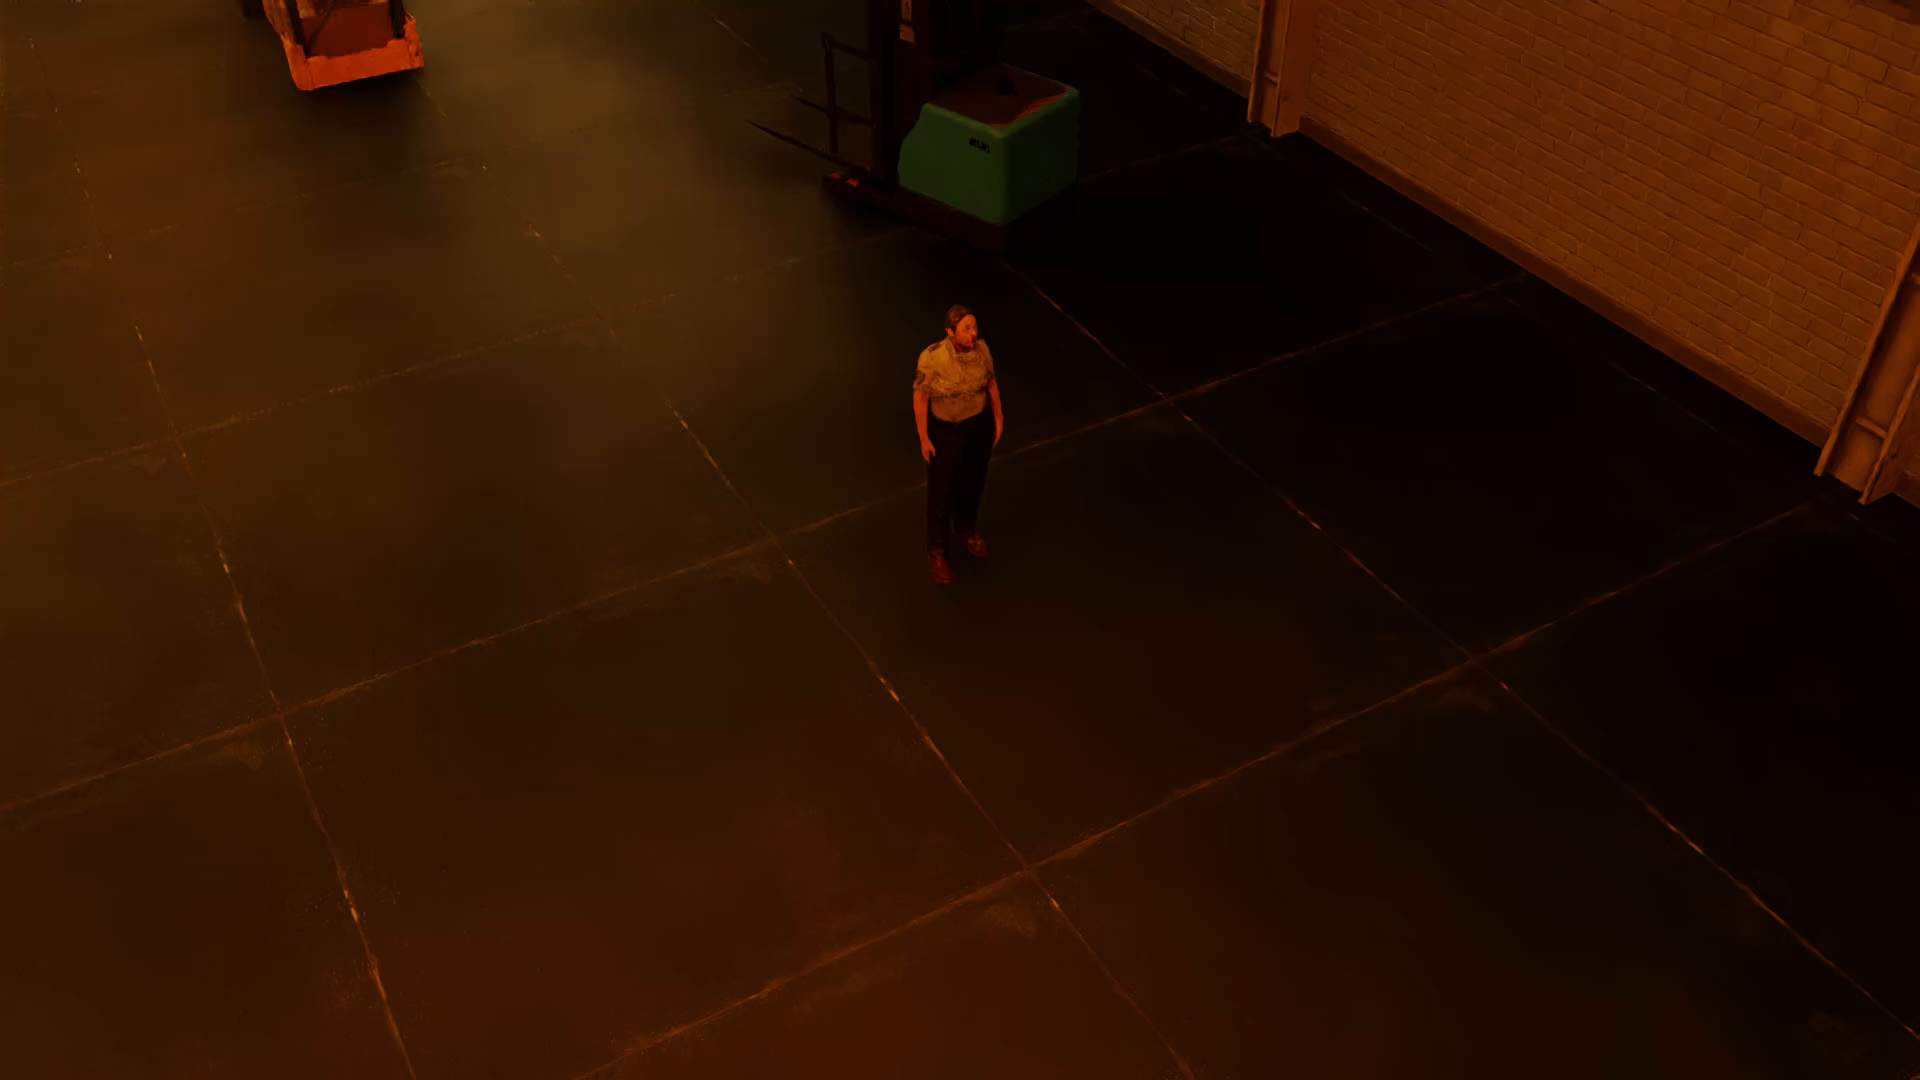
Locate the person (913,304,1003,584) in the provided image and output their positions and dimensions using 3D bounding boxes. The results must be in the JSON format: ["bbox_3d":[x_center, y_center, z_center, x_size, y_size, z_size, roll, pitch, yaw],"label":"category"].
[{"bbox_3d":[0.026,-0.578,9.736,0.599,1.640,0.501,-20,44,-23],"label":"person"}]

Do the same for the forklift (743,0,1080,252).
[{"bbox_3d":[-0.509,-4.159,13.051,3.031,2.935,1.130,28,47,30],"label":"forklift"}]
